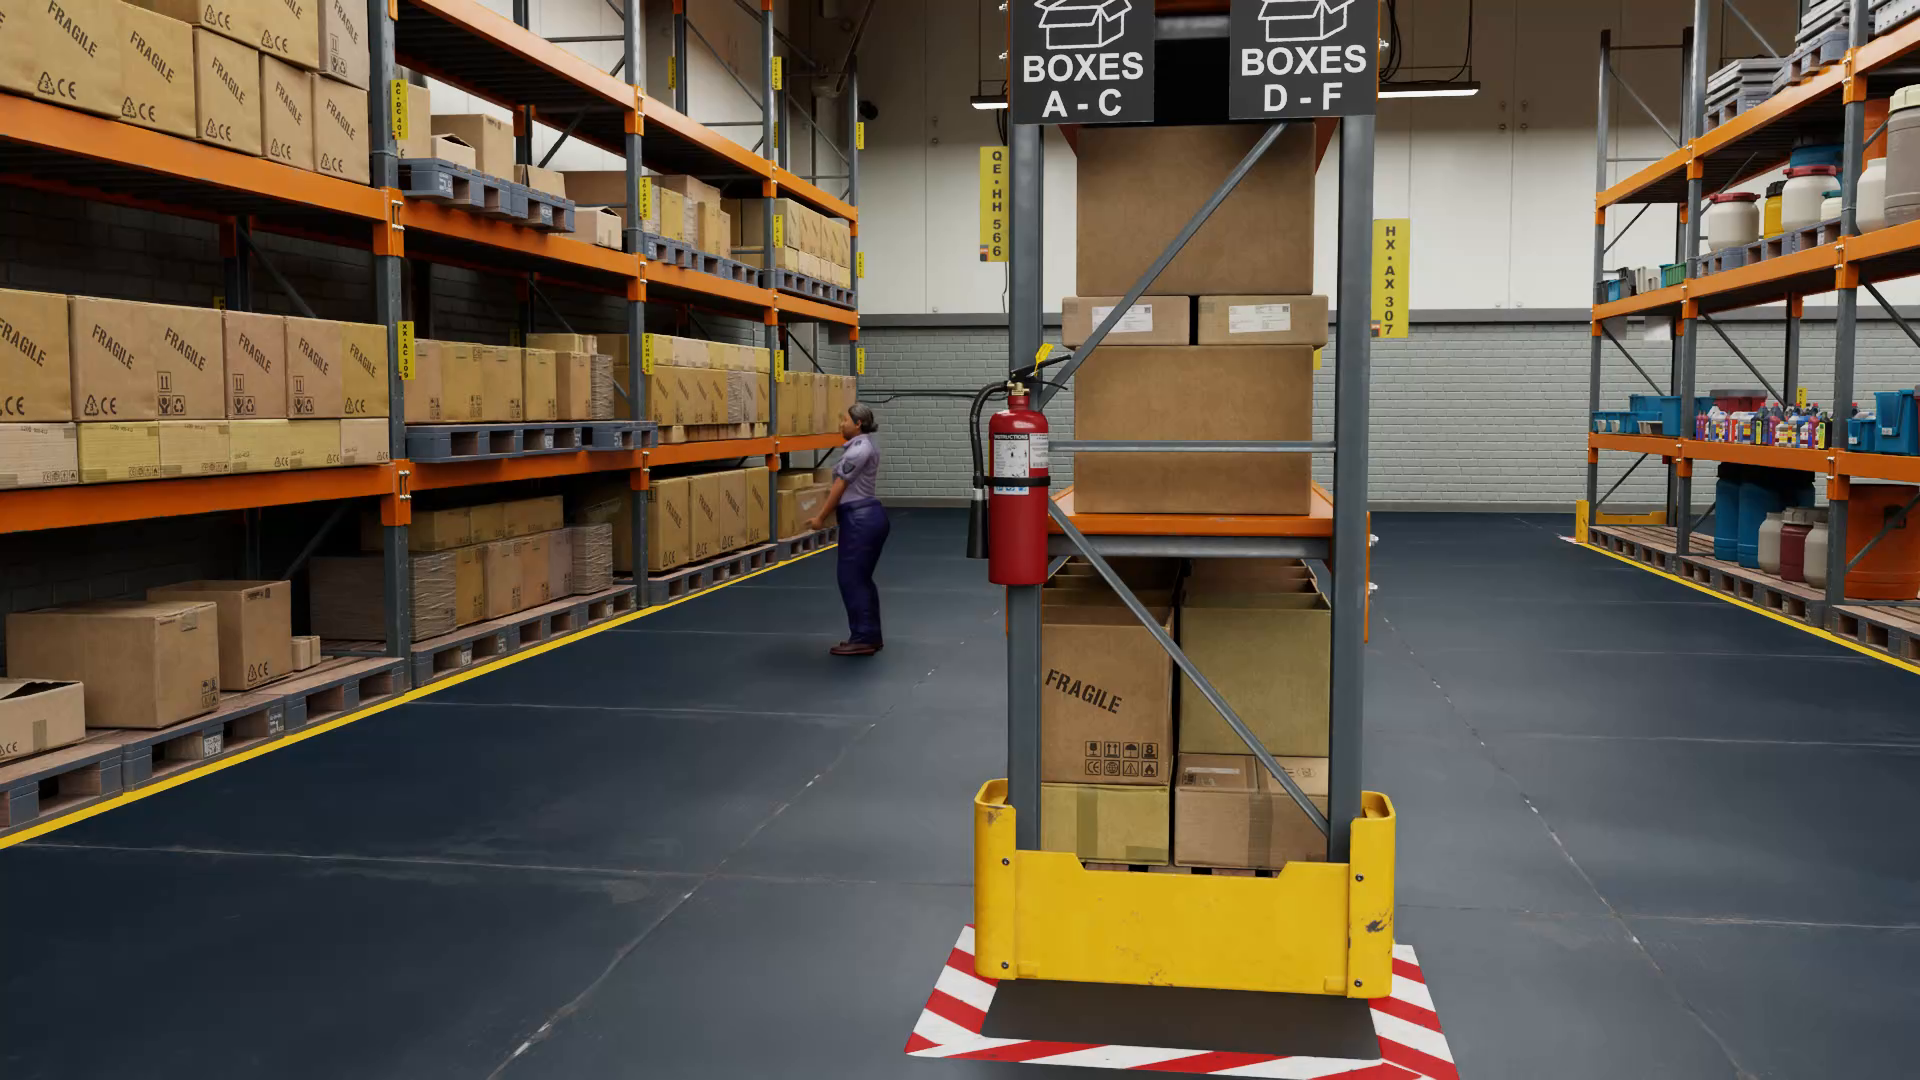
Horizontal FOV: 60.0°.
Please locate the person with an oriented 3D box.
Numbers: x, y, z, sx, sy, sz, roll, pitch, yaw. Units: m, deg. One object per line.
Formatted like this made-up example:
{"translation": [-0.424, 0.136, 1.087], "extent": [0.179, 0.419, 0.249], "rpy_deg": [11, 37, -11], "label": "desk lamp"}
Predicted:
{"translation": [-0.742, -0.065, 10.987], "extent": [0.531, 1.629, 0.435], "rpy_deg": [1, 5, 8], "label": "person"}
